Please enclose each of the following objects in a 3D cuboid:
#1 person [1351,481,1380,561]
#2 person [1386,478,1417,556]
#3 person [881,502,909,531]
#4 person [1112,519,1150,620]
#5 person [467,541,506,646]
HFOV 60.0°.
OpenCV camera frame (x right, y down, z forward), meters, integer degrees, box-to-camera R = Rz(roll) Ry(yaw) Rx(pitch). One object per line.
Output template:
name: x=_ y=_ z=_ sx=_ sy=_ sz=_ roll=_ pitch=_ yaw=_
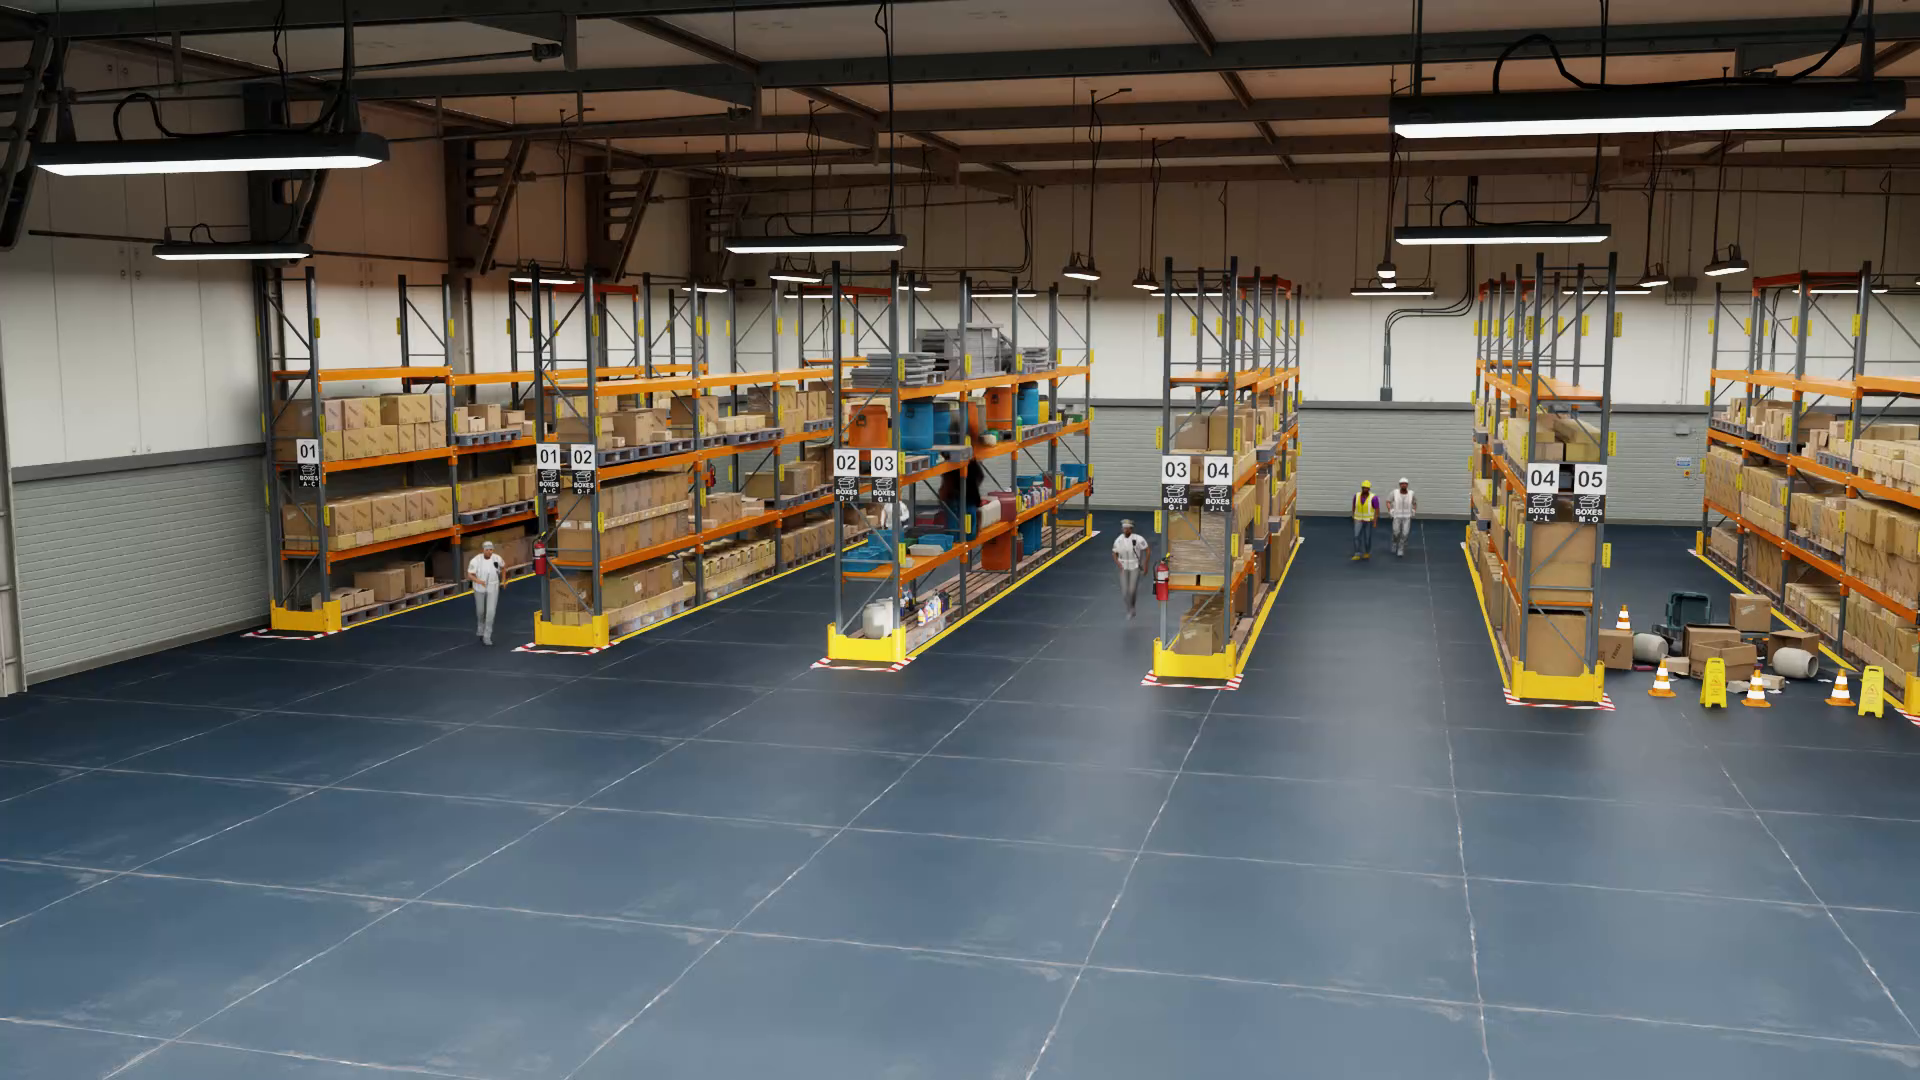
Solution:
person: x=8.762 y=-0.438 z=35.936 sx=0.618 sy=1.713 sz=0.798 roll=3 pitch=8 yaw=22
person: x=9.732 y=-0.499 z=36.583 sx=0.655 sy=1.741 sz=0.591 roll=1 pitch=7 yaw=6
person: x=-1.362 y=-0.226 z=34.650 sx=0.637 sy=1.719 sz=0.826 roll=2 pitch=8 yaw=15
person: x=2.767 y=0.483 z=27.003 sx=0.612 sy=1.671 sz=0.484 roll=2 pitch=7 yaw=13
person: x=-7.591 y=0.824 z=26.719 sx=0.586 sy=1.668 sz=0.856 roll=-2 pitch=7 yaw=-14
